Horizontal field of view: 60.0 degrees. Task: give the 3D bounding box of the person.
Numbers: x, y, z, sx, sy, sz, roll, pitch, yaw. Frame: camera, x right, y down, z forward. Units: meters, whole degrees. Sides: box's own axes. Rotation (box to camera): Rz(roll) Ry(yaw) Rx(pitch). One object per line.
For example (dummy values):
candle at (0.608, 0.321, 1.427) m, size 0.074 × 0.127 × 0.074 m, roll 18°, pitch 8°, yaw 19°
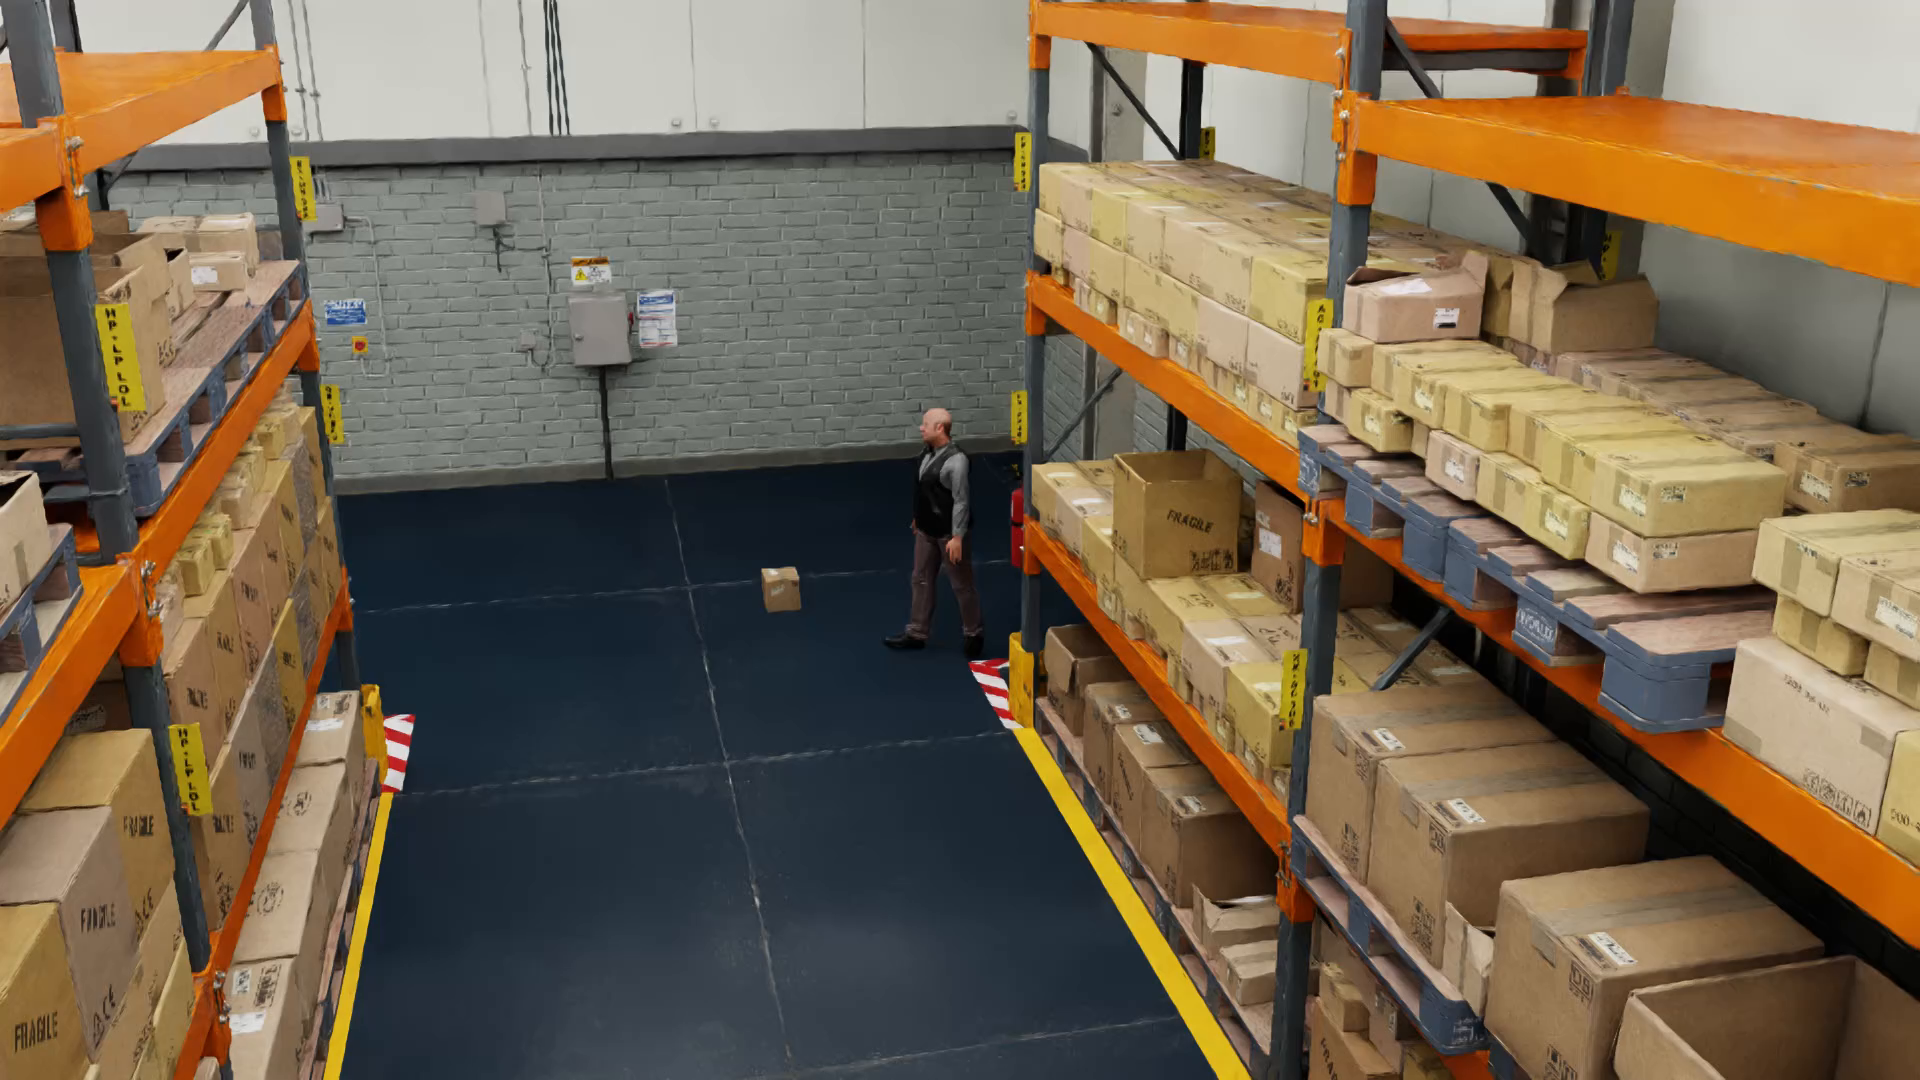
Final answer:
person at (-0.170, -0.062, 11.261) m, size 0.630 × 1.722 × 0.655 m, roll -12°, pitch 23°, yaw -30°
